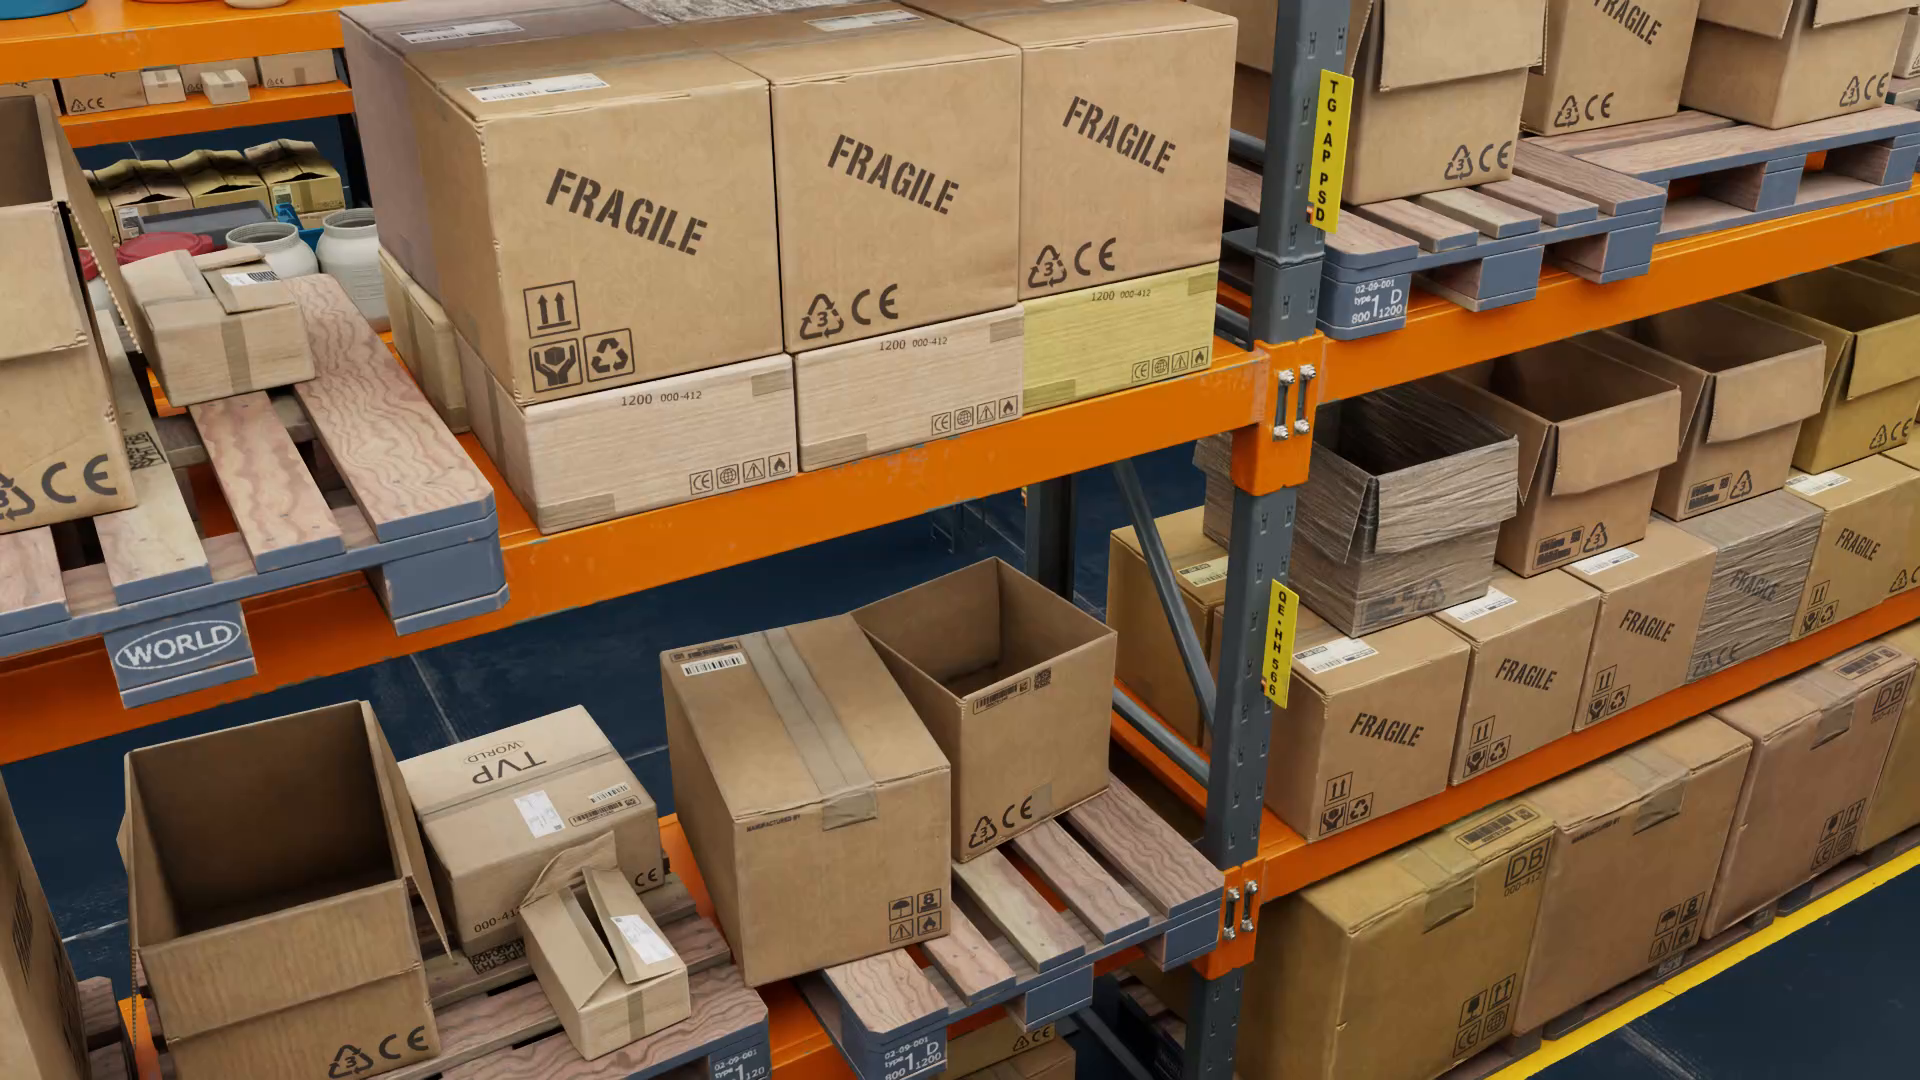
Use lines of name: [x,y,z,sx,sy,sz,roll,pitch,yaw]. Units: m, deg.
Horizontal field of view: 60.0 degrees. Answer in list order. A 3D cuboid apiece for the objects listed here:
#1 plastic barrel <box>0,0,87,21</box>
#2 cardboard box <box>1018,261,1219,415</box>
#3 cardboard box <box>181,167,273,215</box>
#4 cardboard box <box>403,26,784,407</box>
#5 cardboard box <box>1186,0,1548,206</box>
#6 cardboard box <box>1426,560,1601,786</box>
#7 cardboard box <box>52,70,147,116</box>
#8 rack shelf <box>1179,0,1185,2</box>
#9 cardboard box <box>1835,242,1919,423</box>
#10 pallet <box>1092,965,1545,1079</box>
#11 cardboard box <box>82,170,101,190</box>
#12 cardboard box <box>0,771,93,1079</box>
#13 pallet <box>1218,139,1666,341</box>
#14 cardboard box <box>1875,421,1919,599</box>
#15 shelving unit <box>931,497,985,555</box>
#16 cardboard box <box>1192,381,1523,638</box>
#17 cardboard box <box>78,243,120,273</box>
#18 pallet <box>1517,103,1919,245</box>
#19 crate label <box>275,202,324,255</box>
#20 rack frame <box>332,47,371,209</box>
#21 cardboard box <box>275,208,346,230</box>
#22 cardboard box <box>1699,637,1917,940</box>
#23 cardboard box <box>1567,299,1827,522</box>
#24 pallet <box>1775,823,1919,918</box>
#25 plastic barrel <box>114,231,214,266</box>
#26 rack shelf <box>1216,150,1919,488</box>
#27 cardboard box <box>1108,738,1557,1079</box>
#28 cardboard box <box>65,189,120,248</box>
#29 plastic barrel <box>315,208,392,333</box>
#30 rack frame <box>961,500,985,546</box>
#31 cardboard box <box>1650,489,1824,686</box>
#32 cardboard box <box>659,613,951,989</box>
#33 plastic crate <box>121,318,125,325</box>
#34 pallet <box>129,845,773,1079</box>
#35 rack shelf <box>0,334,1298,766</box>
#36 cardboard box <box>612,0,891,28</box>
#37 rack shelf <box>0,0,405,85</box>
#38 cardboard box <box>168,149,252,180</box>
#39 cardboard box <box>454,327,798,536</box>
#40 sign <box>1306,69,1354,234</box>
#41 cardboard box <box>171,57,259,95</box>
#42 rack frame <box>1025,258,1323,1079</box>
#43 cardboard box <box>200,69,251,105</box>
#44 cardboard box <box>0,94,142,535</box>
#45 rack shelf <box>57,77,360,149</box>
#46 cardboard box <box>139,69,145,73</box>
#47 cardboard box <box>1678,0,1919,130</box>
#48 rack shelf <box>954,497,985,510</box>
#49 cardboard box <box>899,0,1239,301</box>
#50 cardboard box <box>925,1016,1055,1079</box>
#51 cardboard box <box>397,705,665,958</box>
plastic barrel: [-4.006,-2.648,6.821,0.708,0.901,0.600,-16,33,-26]
cardboard box: [0.210,-0.525,3.648,0.500,0.250,0.500,-16,33,-26]
cardboard box: [-5.292,-2.489,11.986,0.500,0.311,0.500,-16,33,-27]
cardboard box: [-0.660,-0.606,3.019,0.500,0.500,0.500,-15,32,-25]
cardboard box: [0.985,-1.218,4.207,0.637,0.503,0.797,-14,32,-23]
cardboard box: [1.496,0.327,4.949,0.500,0.500,0.500,-17,33,-28]
cardboard box: [-5.958,-3.250,11.432,0.500,0.500,0.500,-18,34,-29]
rack shelf: [0.653,-4.778,15.047,4.000,0.370,1.077,-16,33,-26]
cardboard box: [3.398,-0.799,5.951,0.637,0.503,0.797,-17,33,-28]
pallet: [1.213,1.563,5.699,1.213,0.211,1.003,-16,33,-26]
cardboard box: [-6.453,-2.462,11.937,0.500,0.311,0.500,-16,33,-27]
cardboard box: [-2.197,0.900,2.959,1.000,1.000,1.000,-16,33,-26]
pallet: [1.024,-0.907,4.379,1.003,0.211,1.213,-14,32,-24]
cardboard box: [3.249,-0.173,5.855,0.500,0.500,0.500,-15,32,-25]
shelving unit: [-0.012,-0.522,8.454,0.189,1.200,0.258,-16,33,-26]
cardboard box: [1.134,-0.151,4.778,0.637,0.503,0.797,-15,32,-25]
cardboard box: [-6.170,-1.997,11.675,0.500,0.250,0.500,-15,32,-25]
pallet: [1.986,-1.182,4.878,1.213,0.211,1.003,-14,32,-24]
crate label: [-3.007,-1.445,8.226,0.616,0.435,0.502,-16,33,-26]
rack frame: [-4.520,-3.624,12.212,0.127,3.000,1.000,-16,33,-26]
cardboard box: [-4.850,-2.374,12.358,0.500,0.250,0.500,-15,32,-25]
cardboard box: [2.632,0.655,6.223,0.875,0.875,1.225,-17,33,-28]
cardboard box: [2.272,-0.477,5.368,0.637,0.503,0.797,-15,32,-25]
pallet: [3.317,0.966,6.782,1.213,0.211,1.003,-16,33,-26]
plastic barrel: [-3.521,-1.068,7.441,0.433,0.535,0.433,0,29,0]
rack shelf: [2.220,-0.984,5.069,4.000,0.370,1.077,-16,33,-26]
cardboard box: [1.101,1.090,5.435,0.875,0.875,1.225,-17,33,-29]
cardboard box: [-6.161,-2.245,11.544,0.500,0.311,0.500,-15,32,-25]
plastic barrel: [-2.793,-1.268,7.827,0.421,0.512,0.421,0,29,0]
rack frame: [0.066,-0.544,8.494,0.006,1.200,0.240,-16,33,-26]
cardboard box: [2.368,0.079,5.399,0.500,0.500,0.500,-16,33,-26]
cardboard box: [-0.381,0.603,4.014,0.500,0.500,0.700,-11,31,-19]
plastic crate: [-4.104,-1.032,7.734,0.662,0.188,0.450,-16,33,-26]
pallet: [-1.191,1.089,3.870,1.213,0.211,1.003,-16,33,-26]
rack shelf: [-1.229,-0.005,3.295,4.000,0.370,1.077,-16,33,-26]
cardboard box: [-0.479,-0.942,3.627,0.500,0.500,0.500,-16,33,-26]
rack shelf: [-3.738,-2.068,7.033,4.000,0.370,1.077,-16,33,-26]
cardboard box: [-5.569,-2.712,12.390,0.500,0.311,0.500,-17,33,-28]
cardboard box: [-0.645,-0.277,3.197,0.500,0.250,0.500,-15,32,-25]
sign: [0.769,-0.809,3.473,0.005,0.325,0.100,-16,33,-26]
cardboard box: [-5.389,-3.447,11.983,0.500,0.311,0.500,-16,33,-27]
rack frame: [0.495,0.504,4.733,0.127,3.000,1.000,-16,33,-26]
cardboard box: [-5.155,-3.179,11.665,0.250,0.149,0.380,-16,33,-26]
cardboard box: [-1.686,-0.364,2.660,0.637,0.503,0.797,-14,32,-24]
rack shelf: [-6.244,-2.819,11.499,4.000,0.370,1.077,-16,33,-26]
cardboard box: [-8.130,-4.509,15.948,0.500,0.500,0.700,-16,33,-26]
cardboard box: [2.246,-1.548,4.804,0.637,0.503,0.797,-16,33,-27]
rack shelf: [-0.012,-0.273,8.591,0.180,0.103,0.258,-16,33,-26]
cardboard box: [0.211,-0.851,3.463,0.500,0.500,0.500,-15,32,-25]
cardboard box: [-0.067,1.254,4.729,0.500,0.250,0.500,-14,32,-24]
cardboard box: [-1.066,0.700,4.098,0.500,0.250,0.500,-17,33,-28]
